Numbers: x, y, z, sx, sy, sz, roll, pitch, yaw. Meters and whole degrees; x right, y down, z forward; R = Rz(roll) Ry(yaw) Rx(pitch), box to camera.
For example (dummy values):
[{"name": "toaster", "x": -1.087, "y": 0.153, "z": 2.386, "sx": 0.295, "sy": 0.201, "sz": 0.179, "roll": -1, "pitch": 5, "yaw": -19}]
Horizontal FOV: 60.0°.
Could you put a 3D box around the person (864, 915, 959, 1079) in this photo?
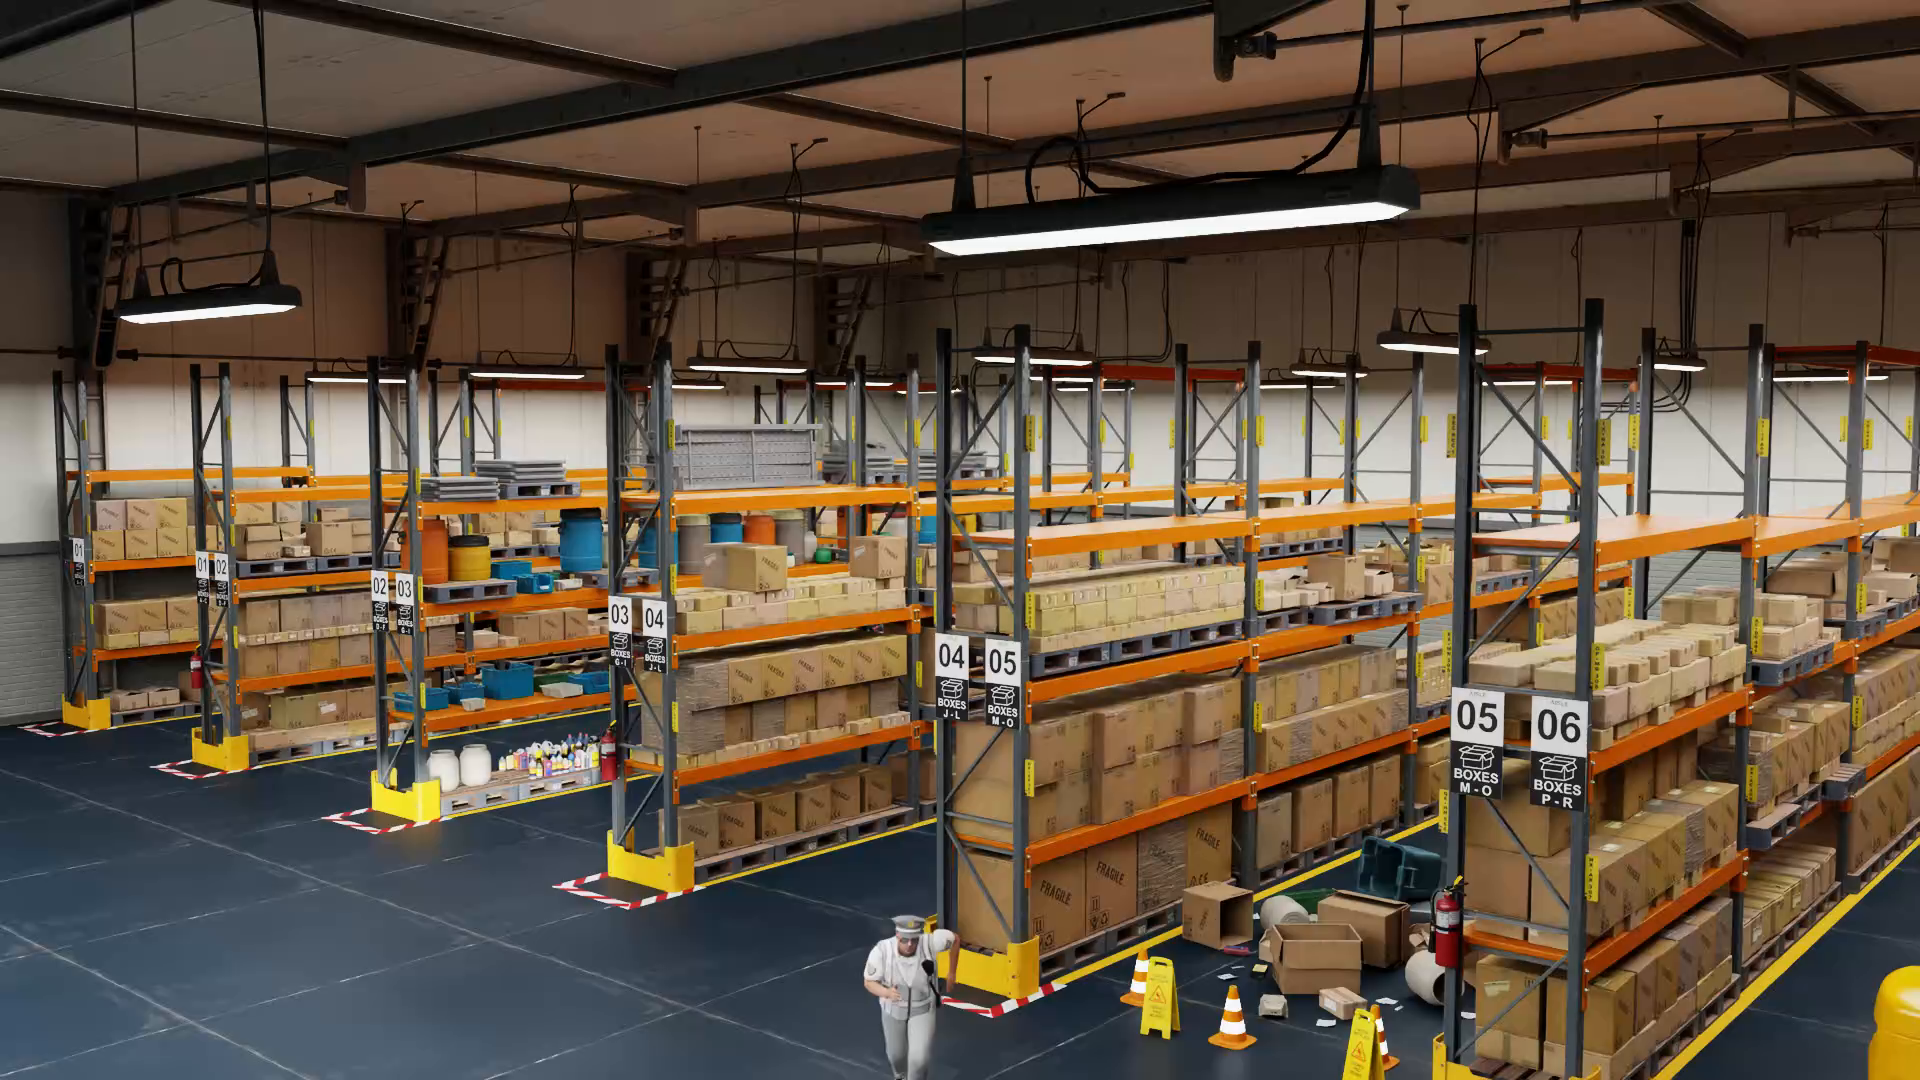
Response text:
[{"name": "person", "x": -0.353, "y": 3.493, "z": 12.241, "sx": 0.702, "sy": 1.675, "sz": 1.012, "roll": 0, "pitch": 4, "yaw": -2}]
